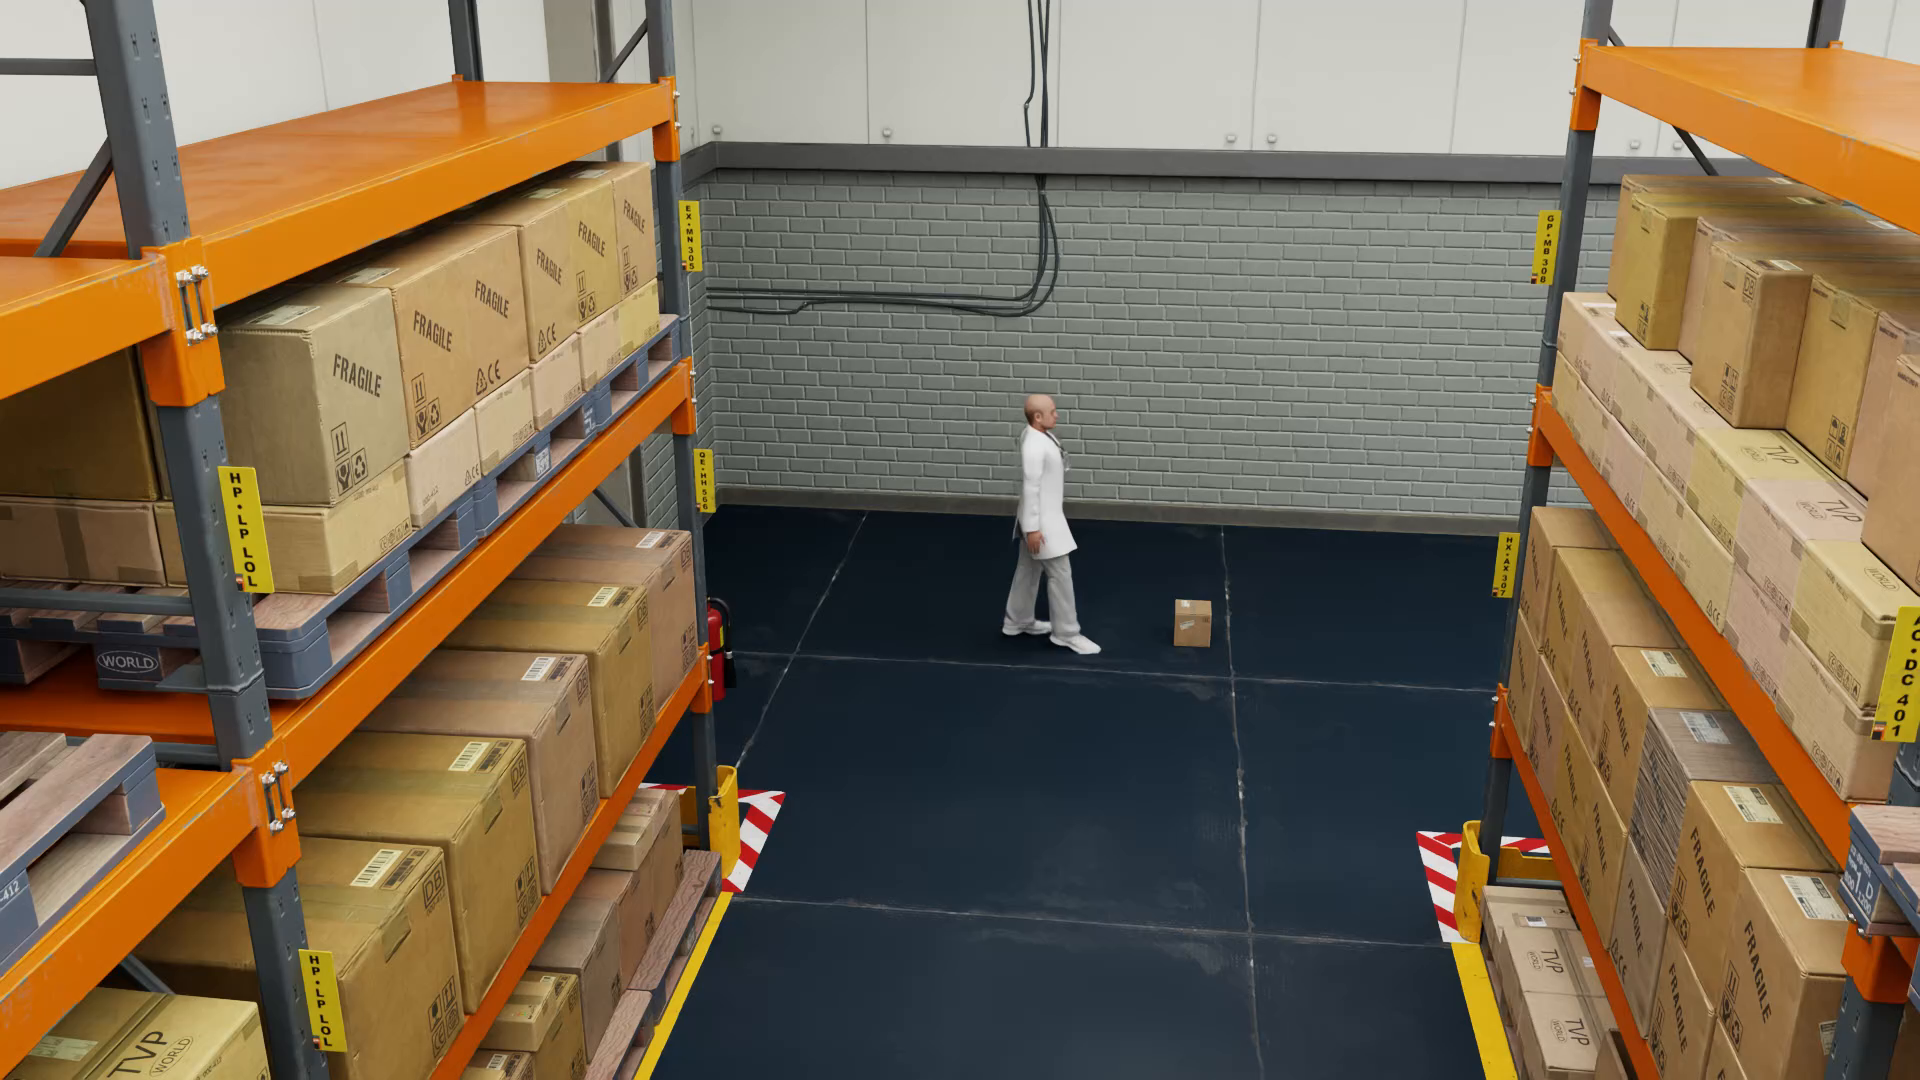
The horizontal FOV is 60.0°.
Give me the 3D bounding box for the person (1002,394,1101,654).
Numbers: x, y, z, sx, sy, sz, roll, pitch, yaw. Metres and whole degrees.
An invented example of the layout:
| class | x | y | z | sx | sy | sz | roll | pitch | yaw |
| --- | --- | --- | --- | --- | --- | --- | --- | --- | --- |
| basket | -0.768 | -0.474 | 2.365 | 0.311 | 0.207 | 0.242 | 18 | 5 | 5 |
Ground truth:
| class | x | y | z | sx | sy | sz | roll | pitch | yaw |
| --- | --- | --- | --- | --- | --- | --- | --- | --- | --- |
| person | 0.635 | -0.135 | 11.486 | 0.673 | 1.786 | 0.616 | -1 | 21 | -2 |
